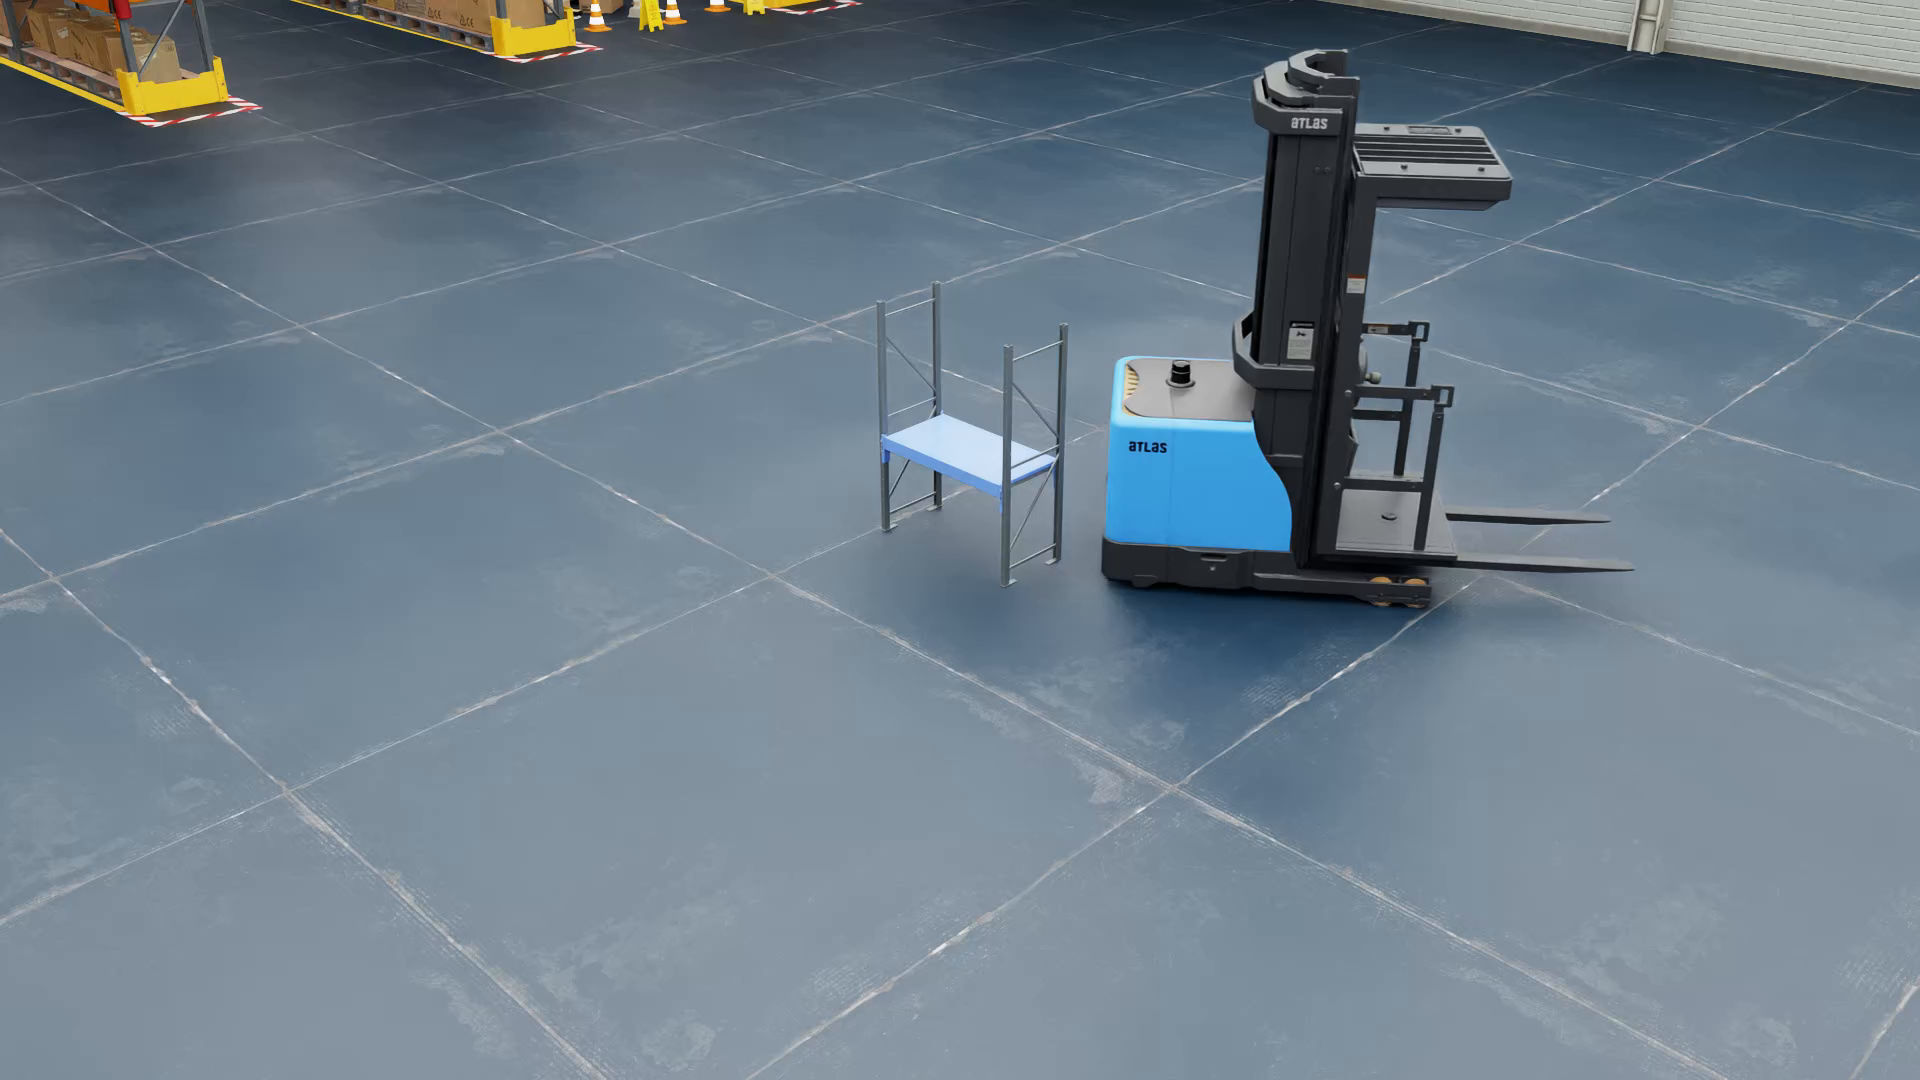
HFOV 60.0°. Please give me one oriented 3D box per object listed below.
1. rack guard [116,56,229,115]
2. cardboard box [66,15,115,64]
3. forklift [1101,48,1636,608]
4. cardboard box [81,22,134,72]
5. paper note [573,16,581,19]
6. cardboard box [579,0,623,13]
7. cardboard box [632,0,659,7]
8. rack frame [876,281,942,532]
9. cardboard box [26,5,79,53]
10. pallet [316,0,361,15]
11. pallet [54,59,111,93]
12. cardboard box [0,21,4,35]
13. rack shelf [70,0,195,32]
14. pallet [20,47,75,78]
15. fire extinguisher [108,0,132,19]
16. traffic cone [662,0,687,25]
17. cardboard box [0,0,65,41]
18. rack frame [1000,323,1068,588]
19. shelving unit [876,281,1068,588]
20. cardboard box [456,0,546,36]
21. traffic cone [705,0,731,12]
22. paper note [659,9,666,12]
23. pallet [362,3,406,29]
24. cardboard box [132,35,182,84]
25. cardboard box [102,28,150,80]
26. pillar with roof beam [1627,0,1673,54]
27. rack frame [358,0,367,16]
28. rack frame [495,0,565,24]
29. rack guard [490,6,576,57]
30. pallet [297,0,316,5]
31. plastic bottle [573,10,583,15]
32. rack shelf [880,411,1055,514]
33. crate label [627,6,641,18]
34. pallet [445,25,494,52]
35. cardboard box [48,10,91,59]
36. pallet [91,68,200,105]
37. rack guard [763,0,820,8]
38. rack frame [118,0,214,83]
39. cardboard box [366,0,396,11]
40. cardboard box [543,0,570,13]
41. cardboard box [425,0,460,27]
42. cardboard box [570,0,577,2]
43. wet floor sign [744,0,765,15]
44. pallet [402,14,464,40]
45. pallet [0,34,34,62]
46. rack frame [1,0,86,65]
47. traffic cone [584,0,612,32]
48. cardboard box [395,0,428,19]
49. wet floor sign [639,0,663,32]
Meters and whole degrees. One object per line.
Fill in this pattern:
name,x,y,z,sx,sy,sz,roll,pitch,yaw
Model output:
rack guard,-9.583,-5.546,20.259,0.348,0.500,1.175,25,36,38
cardboard box,-11.212,-6.507,21.637,0.500,0.500,0.500,21,34,34
forklift,2.381,-1.169,9.325,3.031,2.935,1.130,3,28,6
cardboard box,-10.846,-6.310,21.262,0.500,0.500,0.500,-21,34,-35
paper note,-5.877,-7.987,25.408,0.144,0.017,0.142,-13,30,-22
cardboard box,-5.608,-8.544,25.958,0.637,0.503,0.797,2,28,4
cardboard box,-4.931,-8.411,26.087,0.380,0.149,0.250,-7,29,-14
rack frame,-0.302,-0.802,10.163,0.032,1.500,0.500,25,36,38
cardboard box,-12.124,-6.868,22.323,0.500,0.500,0.500,23,36,37
pallet,-9.434,-8.538,26.261,1.213,0.211,1.003,25,36,38
pallet,-11.003,-6.093,21.610,1.213,0.211,1.003,25,36,38
cardboard box,-13.131,-7.390,23.294,0.500,0.500,0.700,24,36,38
rack shelf,-10.955,-6.961,21.039,4.000,0.370,1.077,25,36,38
pallet,-11.877,-6.491,22.367,1.213,0.211,1.003,25,36,38
fire extinguisher,-9.770,-6.403,19.287,0.183,0.674,0.296,25,36,38
traffic cone,-4.328,-8.026,25.017,0.334,0.463,0.336,25,36,38
cardboard box,-12.804,-7.228,22.987,0.500,0.500,0.700,21,34,35
rack frame,0.423,-0.470,9.533,0.032,1.500,0.500,25,36,38
shelving unit,0.061,-0.636,9.848,1.048,1.500,0.538,25,36,38
cardboard box,-6.509,-7.685,23.474,0.875,0.875,0.875,25,37,39
traffic cone,-3.792,-8.505,25.928,0.334,0.463,0.336,25,36,38
paper note,-4.650,-8.250,25.906,0.142,0.019,0.148,12,30,22
pallet,-8.344,-8.037,25.308,1.213,0.211,1.003,25,36,38
cardboard box,-9.962,-5.916,20.513,0.500,0.500,0.500,-18,33,-30
cardboard box,-10.412,-6.100,20.862,0.500,0.500,0.500,-15,31,-27
pillar with roof beam,6.571,-9.402,18.461,0.400,9.000,9.100,25,36,38
rack frame,-8.831,-9.545,25.180,0.127,3.000,1.000,25,36,38
rack frame,-5.979,-8.240,22.698,0.127,3.000,1.000,25,36,38
rack guard,-5.962,-7.126,23.265,0.348,0.500,1.175,25,36,38
pallet,-10.309,-8.936,27.018,1.213,0.211,1.003,25,36,38
plastic bottle,-5.982,-8.156,25.695,0.283,0.061,0.133,12,30,22
rack shelf,0.061,-0.477,9.932,1.000,0.185,0.538,25,36,38
crate label,-4.932,-8.118,25.541,0.298,0.136,0.250,7,29,13
pallet,-6.604,-7.241,23.794,1.213,0.211,1.003,25,36,38
cardboard box,-11.710,-6.684,21.973,0.500,0.500,0.500,-13,31,-24
pallet,-10.137,-5.695,20.853,1.213,0.211,1.003,25,36,38
rack guard,-2.635,-8.834,26.514,0.348,0.500,1.175,25,36,38
rack frame,-9.529,-6.627,19.630,0.127,3.000,1.000,25,36,38
cardboard box,-8.432,-8.562,25.143,0.875,0.875,0.875,-25,36,-38
cardboard box,-6.315,-8.386,25.912,0.396,0.266,0.258,-18,33,-31
cardboard box,-7.138,-7.971,24.019,0.875,0.875,0.875,24,36,38
cardboard box,-6.281,-8.906,26.502,0.503,0.637,0.797,25,36,38
wet floor sign,-3.195,-8.457,25.640,0.267,0.644,0.232,-13,30,-22
pallet,-7.470,-7.639,24.551,1.213,0.211,1.003,25,36,38
pallet,-12.937,-6.952,23.244,1.213,0.211,1.003,25,36,38
rack frame,-12.381,-7.932,22.113,0.127,3.000,1.000,25,36,38
traffic cone,-5.362,-7.762,24.514,0.334,0.463,0.336,25,36,38
cardboard box,-7.787,-8.270,24.586,0.875,0.875,0.875,25,37,39
wet floor sign,-4.570,-7.846,24.478,0.232,0.644,0.267,18,33,30
